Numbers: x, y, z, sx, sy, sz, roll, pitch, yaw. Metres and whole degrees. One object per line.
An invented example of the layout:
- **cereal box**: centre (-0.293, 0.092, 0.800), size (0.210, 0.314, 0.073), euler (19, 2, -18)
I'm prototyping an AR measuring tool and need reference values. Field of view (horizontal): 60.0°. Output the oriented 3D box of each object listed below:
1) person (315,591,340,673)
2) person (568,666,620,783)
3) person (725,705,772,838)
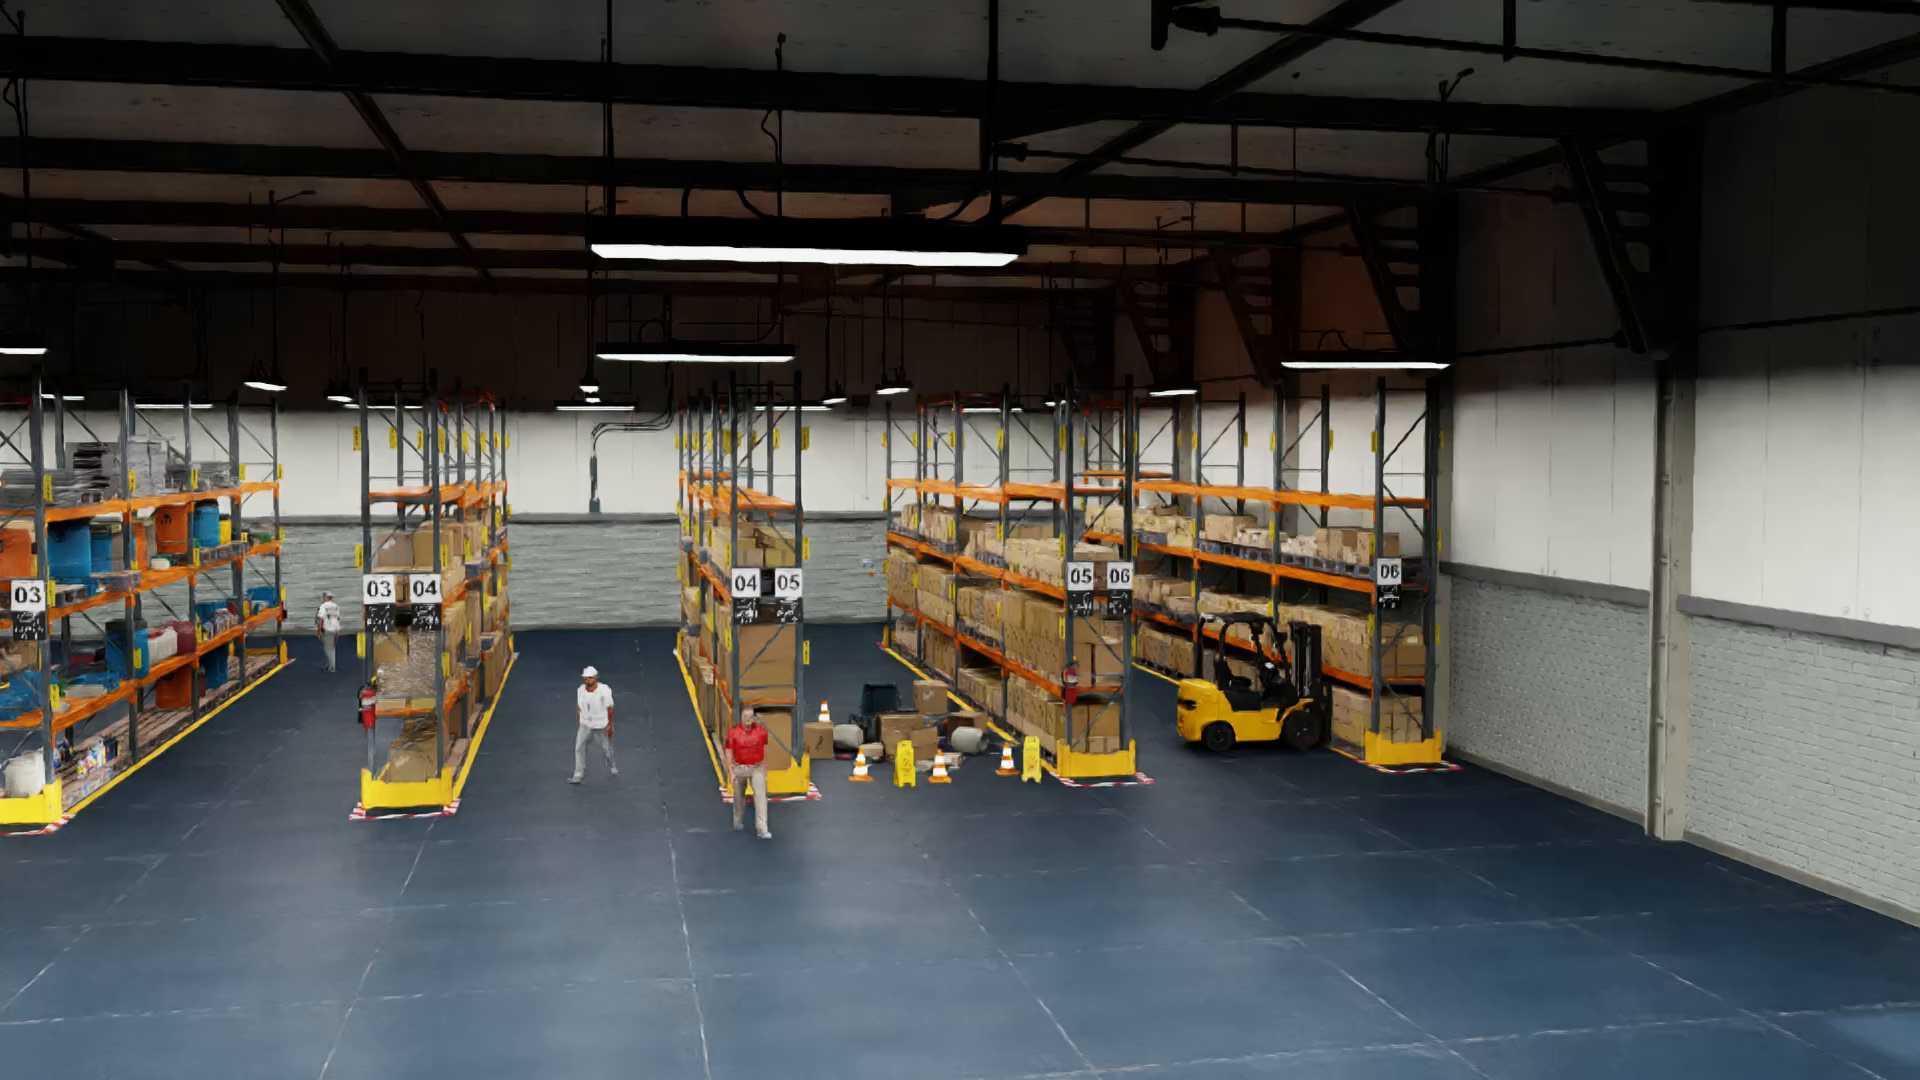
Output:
- **person**: centre (-13.682, 1.973, 35.967), size (0.586, 1.748, 0.652), euler (1, 4, 15)
- **person**: centre (-5.386, 2.698, 24.474), size (0.618, 1.720, 0.972), euler (1, 3, 10)
- **person**: centre (-2.690, 2.902, 21.053), size (0.547, 1.640, 1.116), euler (-1, 4, -14)
